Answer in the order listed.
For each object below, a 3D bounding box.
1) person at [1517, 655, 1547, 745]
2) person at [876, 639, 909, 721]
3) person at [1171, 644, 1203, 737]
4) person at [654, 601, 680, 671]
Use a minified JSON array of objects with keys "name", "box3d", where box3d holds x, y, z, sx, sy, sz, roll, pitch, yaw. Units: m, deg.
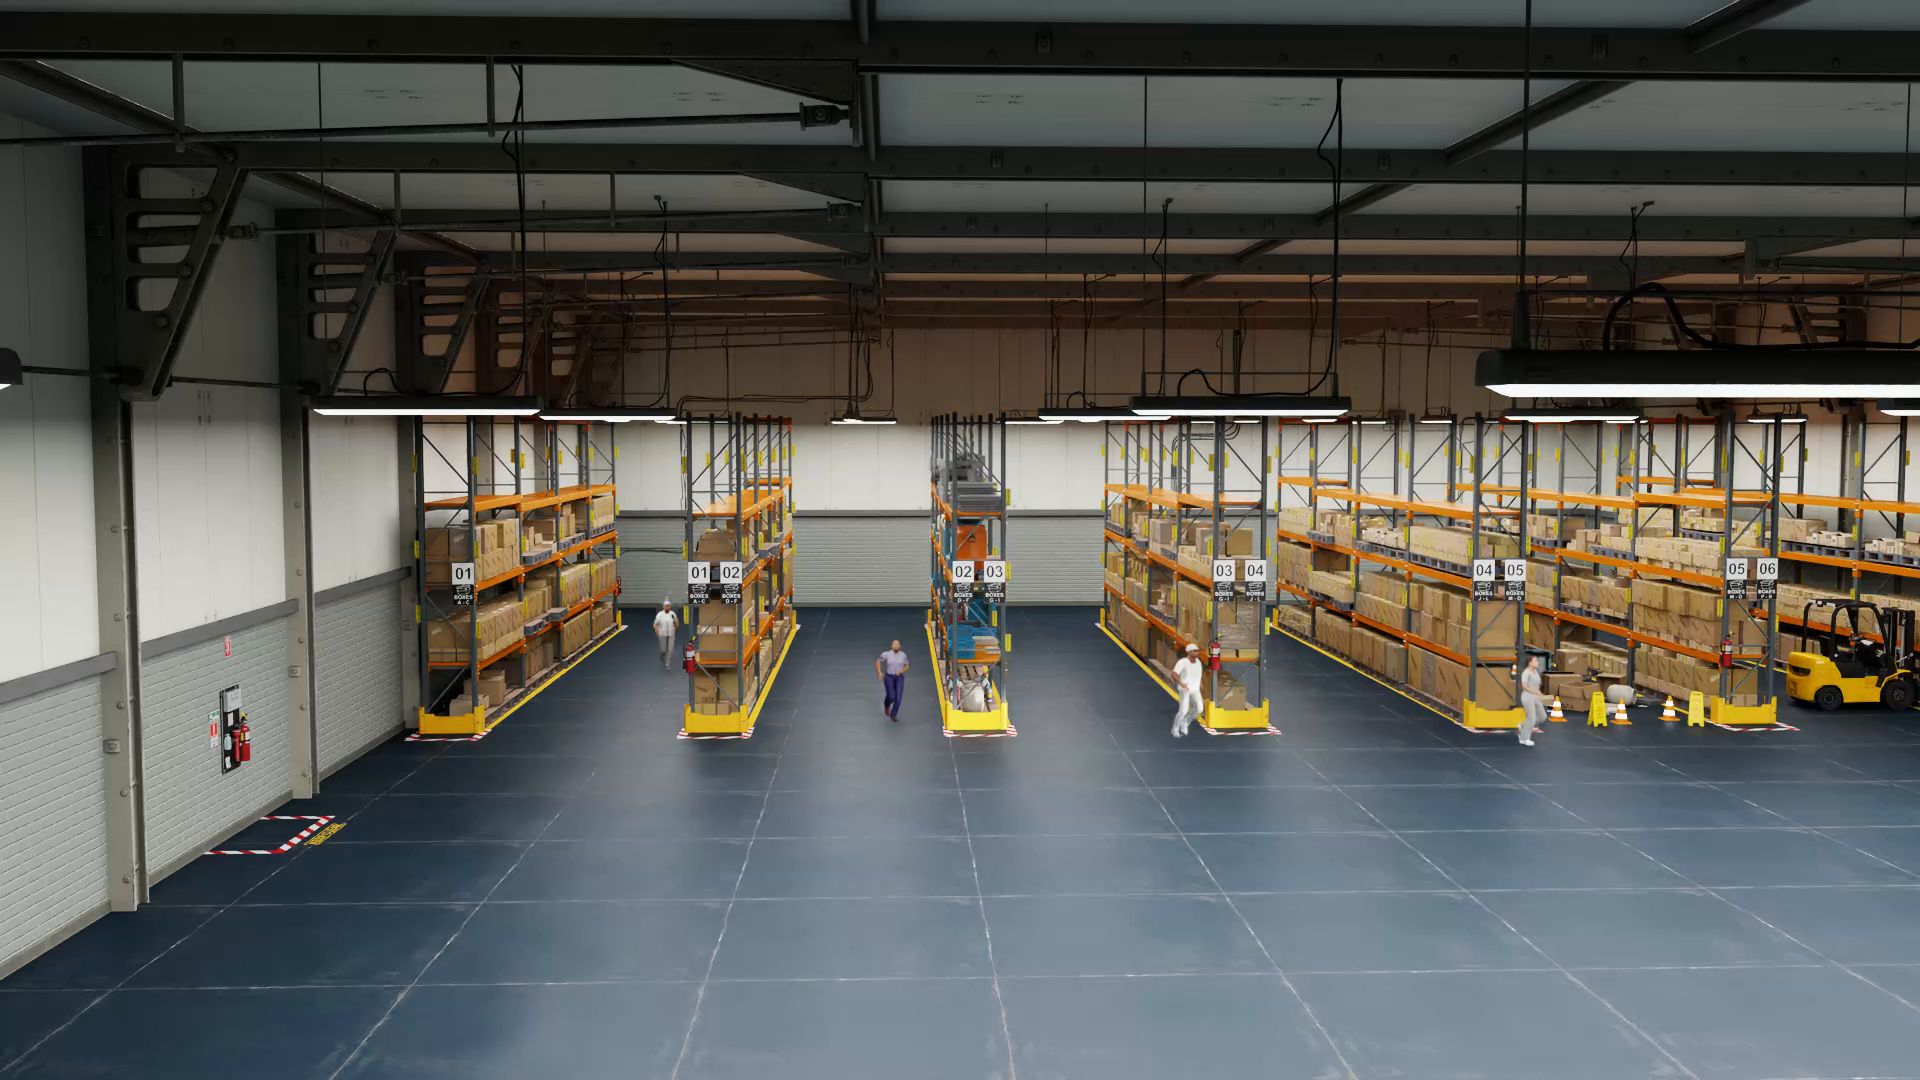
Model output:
[{"name":"person","box3d":[10.294,2.871,29.917,0.602,1.630,0.585,-4,5,-44]},{"name":"person","box3d":[-1.278,2.734,32.368,0.611,1.599,0.530,-1,4,-18]},{"name":"person","box3d":[4.266,2.772,30.743,0.767,1.709,0.567,-2,4,-29]},{"name":"person","box3d":[-6.915,2.250,39.252,0.608,1.630,0.607,-1,4,-16]}]
